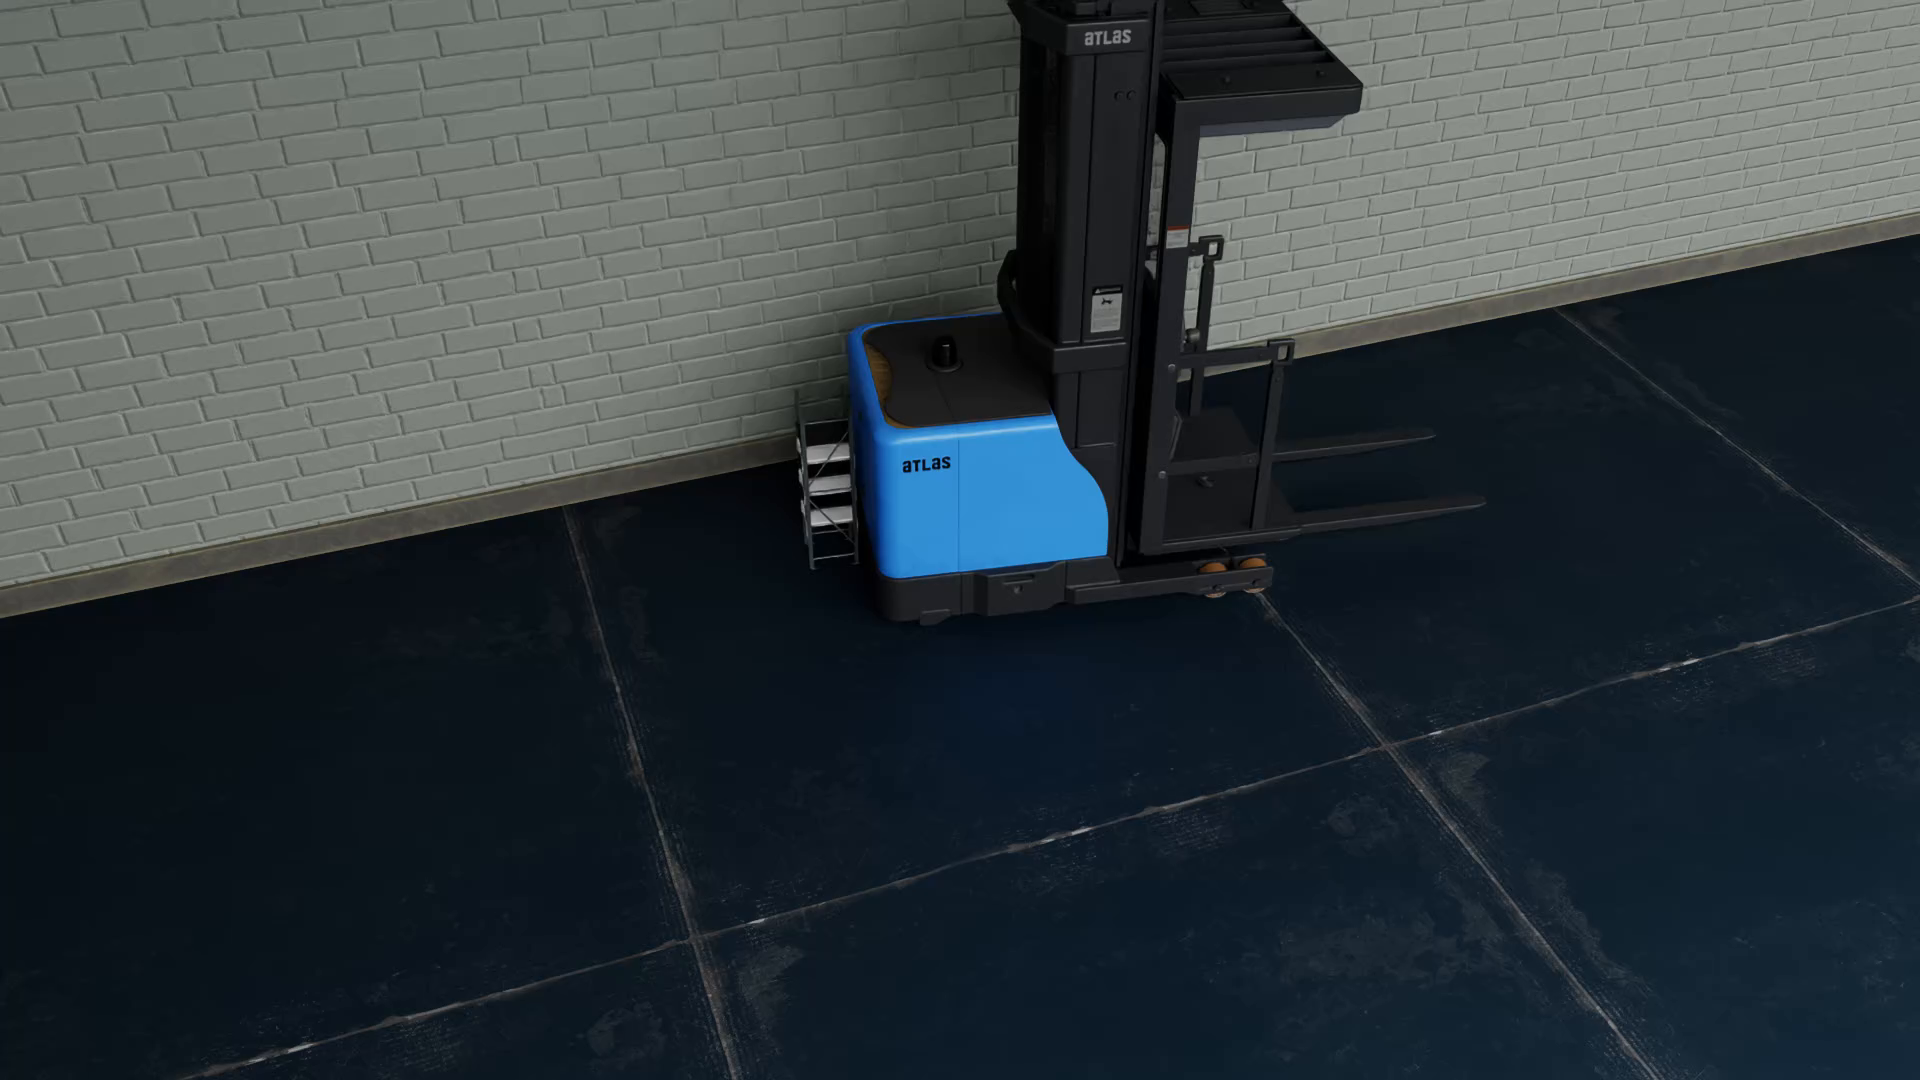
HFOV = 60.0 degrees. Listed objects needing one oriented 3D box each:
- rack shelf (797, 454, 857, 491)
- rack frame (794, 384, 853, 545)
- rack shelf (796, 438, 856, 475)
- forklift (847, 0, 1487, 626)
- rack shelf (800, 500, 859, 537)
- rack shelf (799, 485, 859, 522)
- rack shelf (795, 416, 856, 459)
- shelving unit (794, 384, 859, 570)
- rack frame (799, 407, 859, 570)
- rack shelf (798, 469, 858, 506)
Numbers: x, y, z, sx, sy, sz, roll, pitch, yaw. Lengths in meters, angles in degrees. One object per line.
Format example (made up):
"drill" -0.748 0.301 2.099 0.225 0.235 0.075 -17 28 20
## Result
"rack shelf" -0.629 -0.336 7.854 0.258 0.077 0.200 -7 38 -9
"rack frame" -0.650 -0.350 7.967 0.240 0.900 0.006 -7 38 -9
"rack shelf" -0.629 -0.408 7.799 0.258 0.077 0.200 -7 38 -9
"forklift" 1.026 -1.204 7.413 3.031 2.935 1.130 -6 37 -8
"rack shelf" -0.629 -0.120 8.016 0.258 0.077 0.200 -7 38 -9
"rack shelf" -0.629 -0.192 7.962 0.258 0.077 0.200 -7 38 -9
"rack shelf" -0.629 -0.480 7.745 0.258 0.077 0.200 -7 38 -9
"shelving unit" -0.629 -0.290 7.888 0.258 0.900 0.210 -7 38 -9
"rack frame" -0.609 -0.231 7.808 0.240 0.900 0.006 -7 38 -9
"rack shelf" -0.629 -0.264 7.908 0.258 0.077 0.200 -7 38 -9
